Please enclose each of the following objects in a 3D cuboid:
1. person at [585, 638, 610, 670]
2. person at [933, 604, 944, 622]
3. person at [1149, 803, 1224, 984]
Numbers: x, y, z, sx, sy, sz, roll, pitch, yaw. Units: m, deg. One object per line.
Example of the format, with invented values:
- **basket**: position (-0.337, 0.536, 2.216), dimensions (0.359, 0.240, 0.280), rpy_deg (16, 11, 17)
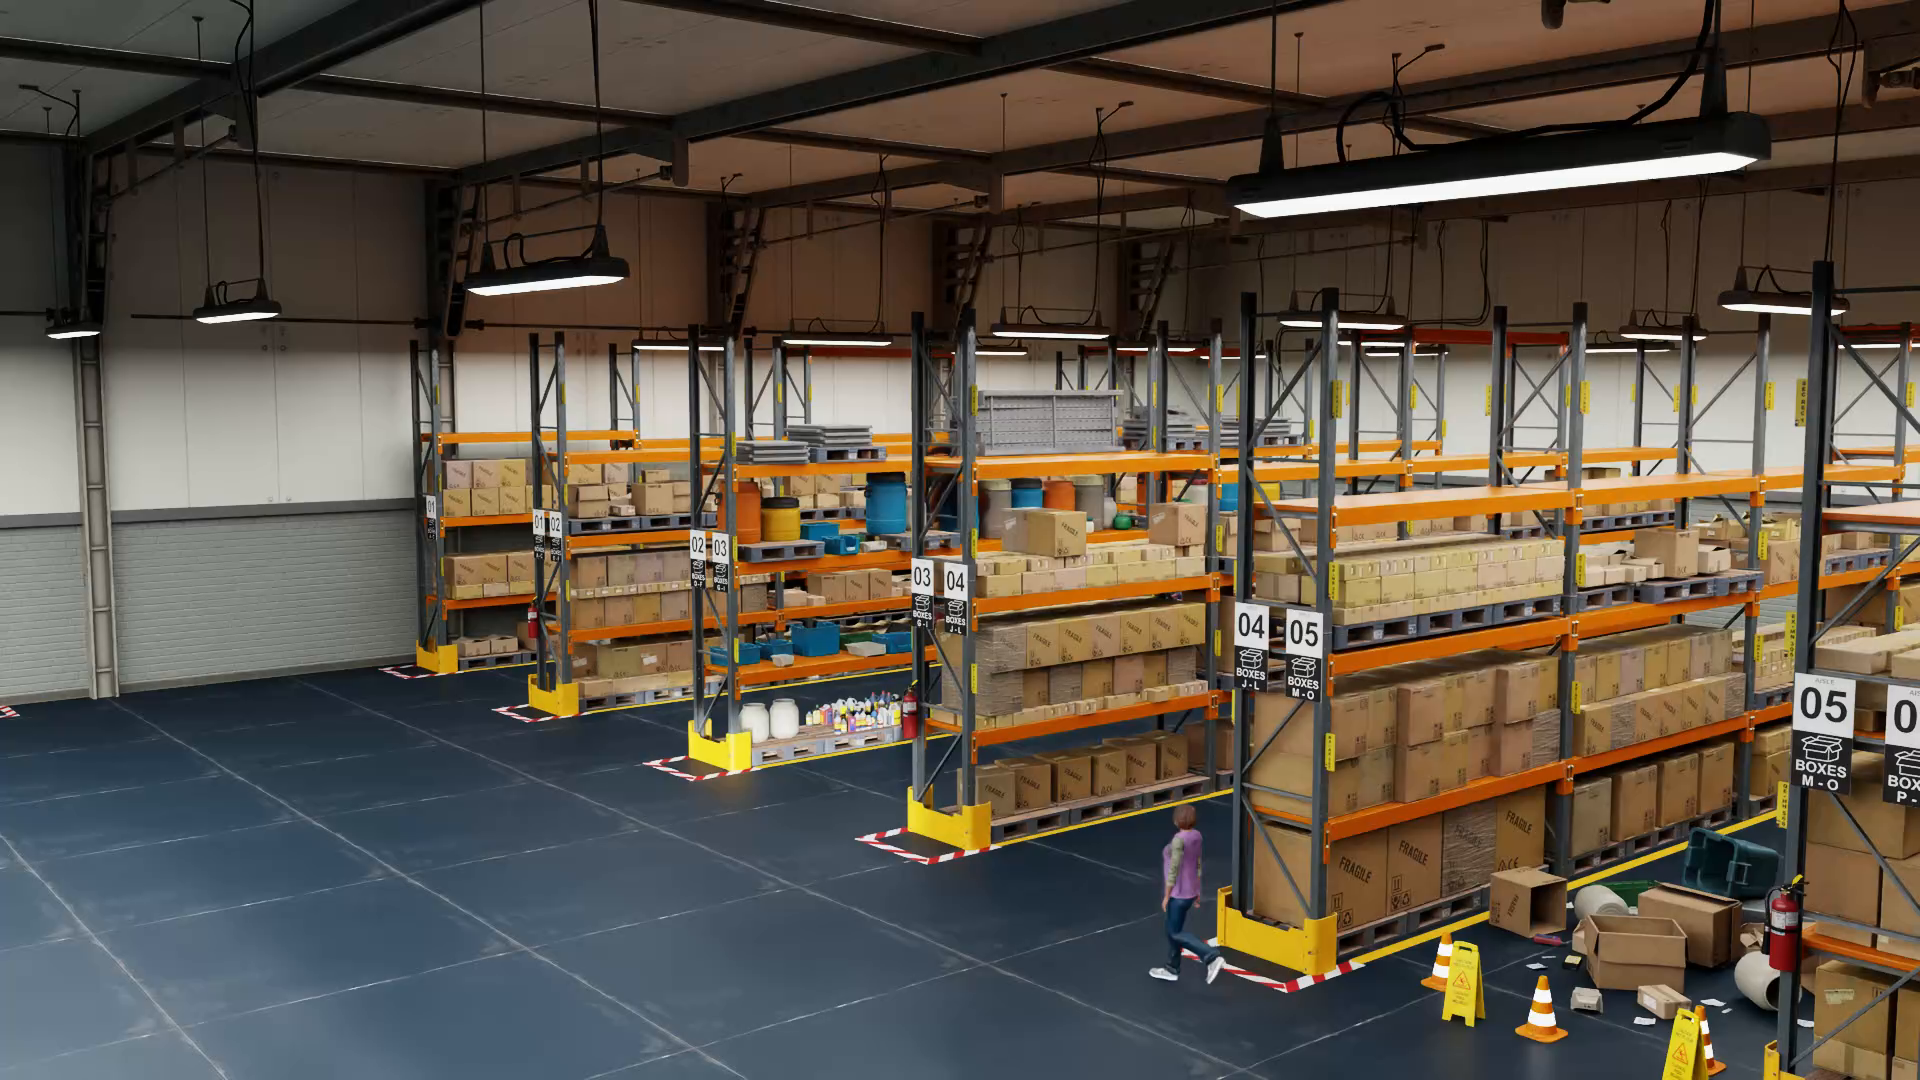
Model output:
- **person**: position (-6.263, 1.614, 28.827), dimensions (0.587, 1.820, 0.583), rpy_deg (-1, 5, -15)
- **person**: position (-0.640, 1.217, 33.354), dimensions (1.003, 1.736, 0.499), rpy_deg (-4, 6, -34)
- **person**: position (1.952, 3.049, 14.289), dimensions (0.716, 1.589, 0.390), rpy_deg (2, 6, 23)
